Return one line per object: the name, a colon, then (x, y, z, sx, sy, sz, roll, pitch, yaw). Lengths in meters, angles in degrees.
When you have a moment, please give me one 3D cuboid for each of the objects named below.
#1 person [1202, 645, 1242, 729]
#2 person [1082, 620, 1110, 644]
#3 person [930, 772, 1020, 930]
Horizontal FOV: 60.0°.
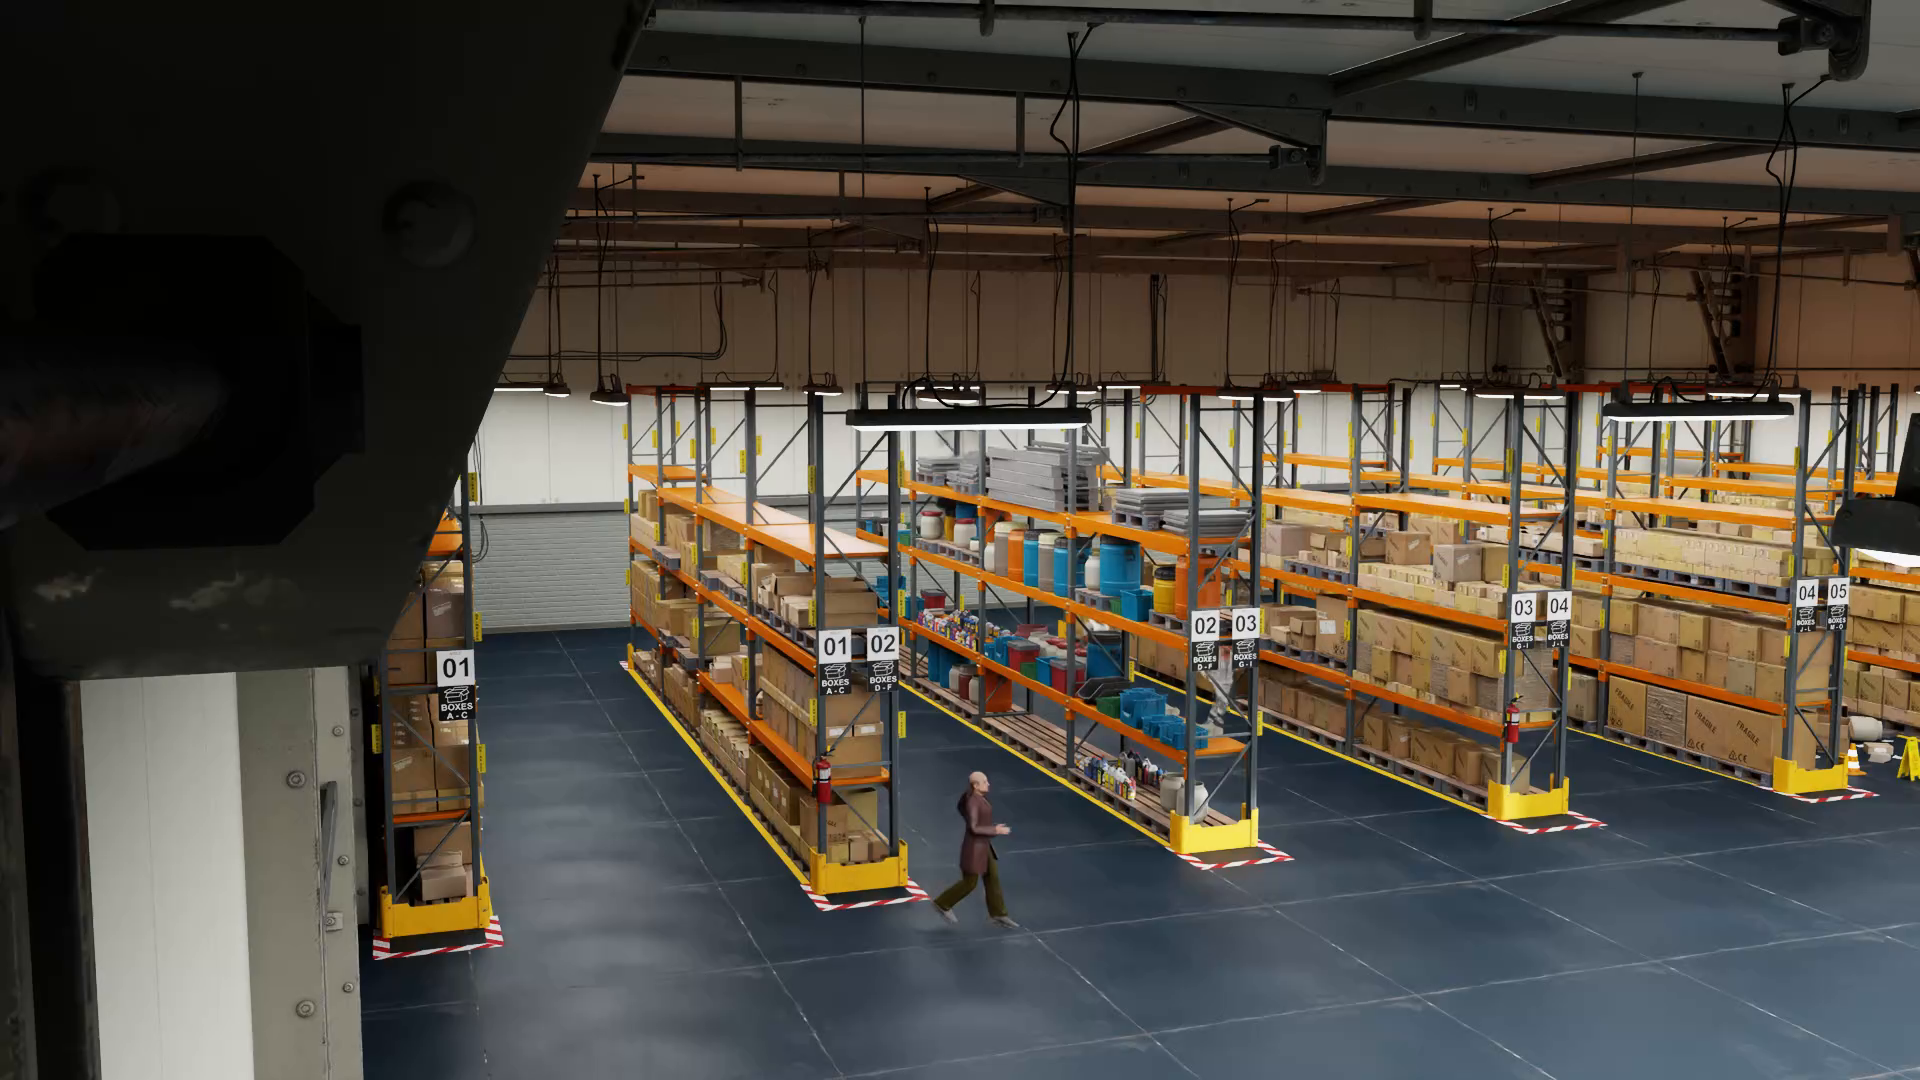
person: (4.515, 2.491, 28.715, 0.643, 1.725, 0.924, -2, 6, -23)
person: (2.662, 2.147, 32.127, 0.683, 1.765, 0.849, -4, 7, -31)
person: (0.167, 3.502, 18.751, 1.008, 1.815, 0.726, 1, 6, 10)
